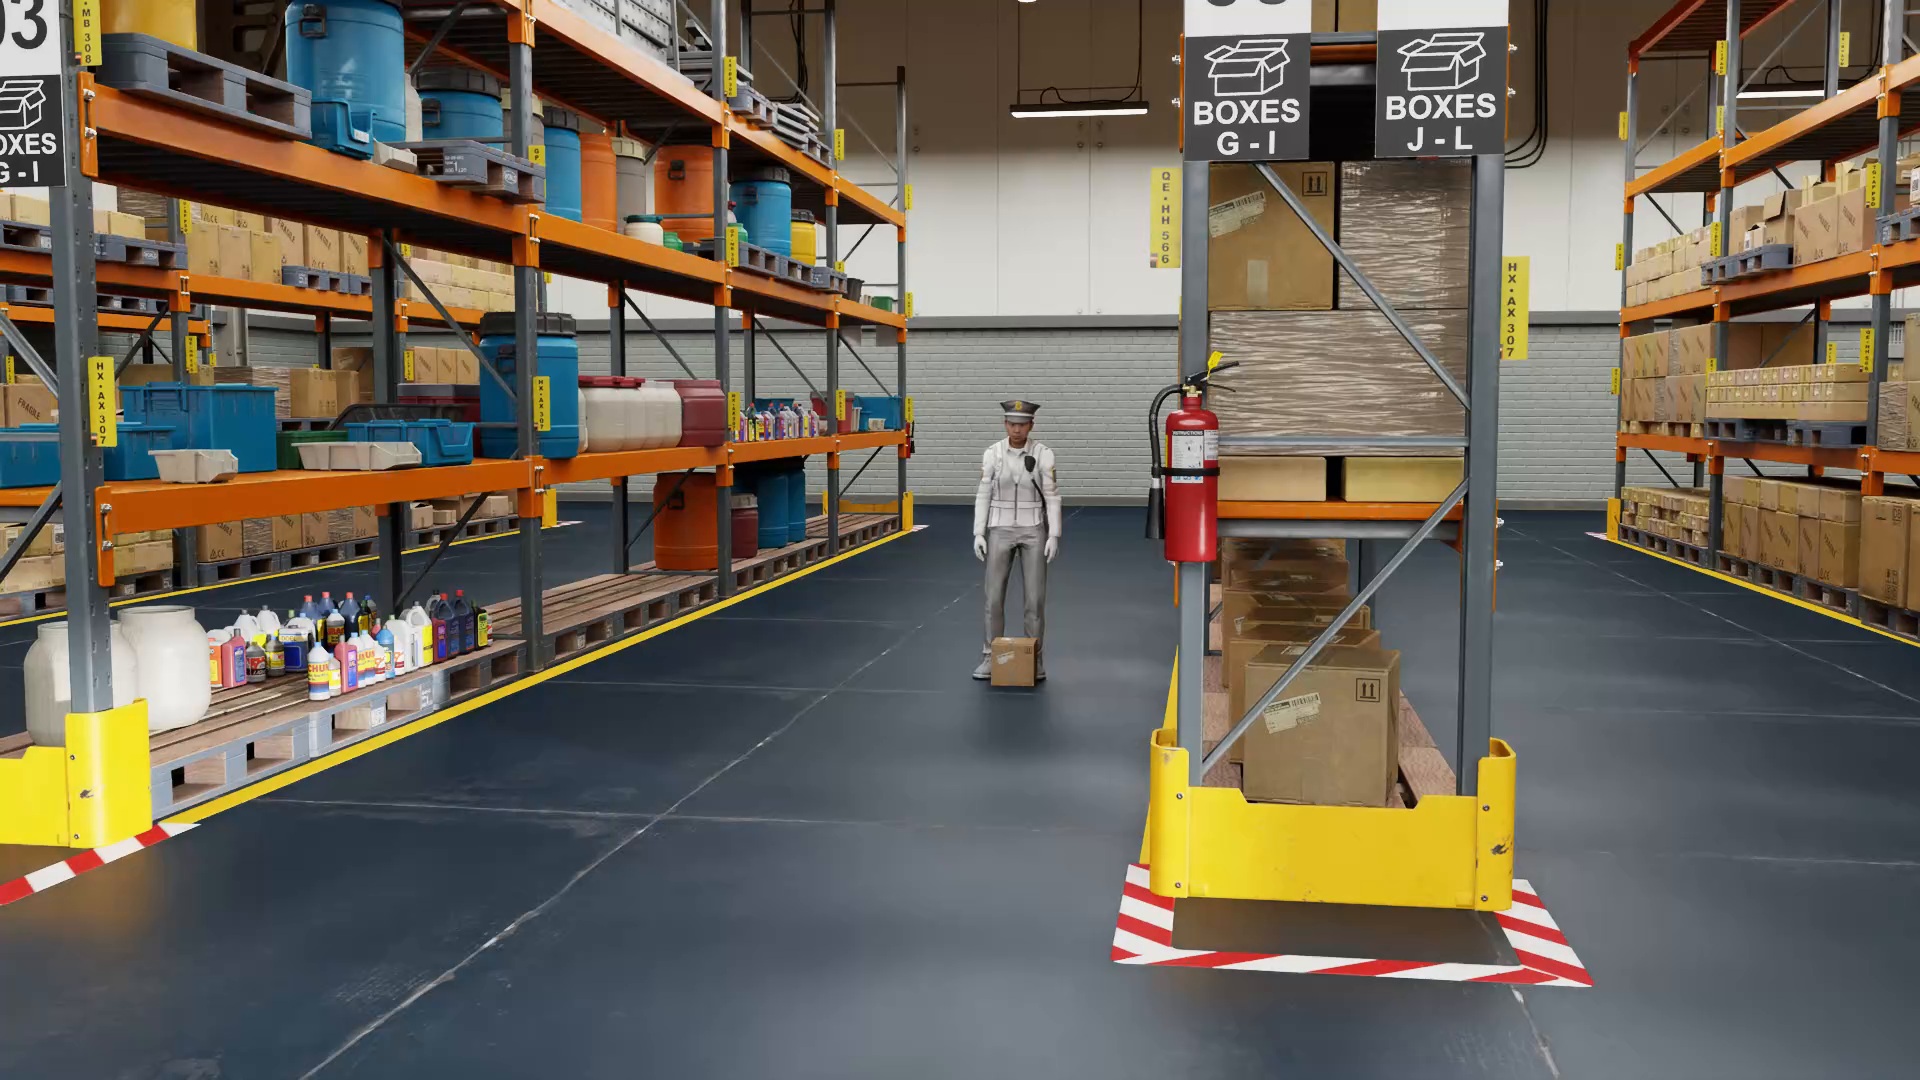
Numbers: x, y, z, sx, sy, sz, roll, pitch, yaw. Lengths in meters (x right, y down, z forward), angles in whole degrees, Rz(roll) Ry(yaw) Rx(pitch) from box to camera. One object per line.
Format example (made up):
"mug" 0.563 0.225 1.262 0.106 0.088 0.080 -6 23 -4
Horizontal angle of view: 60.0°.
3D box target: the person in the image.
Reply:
"person" 0.344 -0.007 9.968 0.530 1.664 0.371 1 5 9
